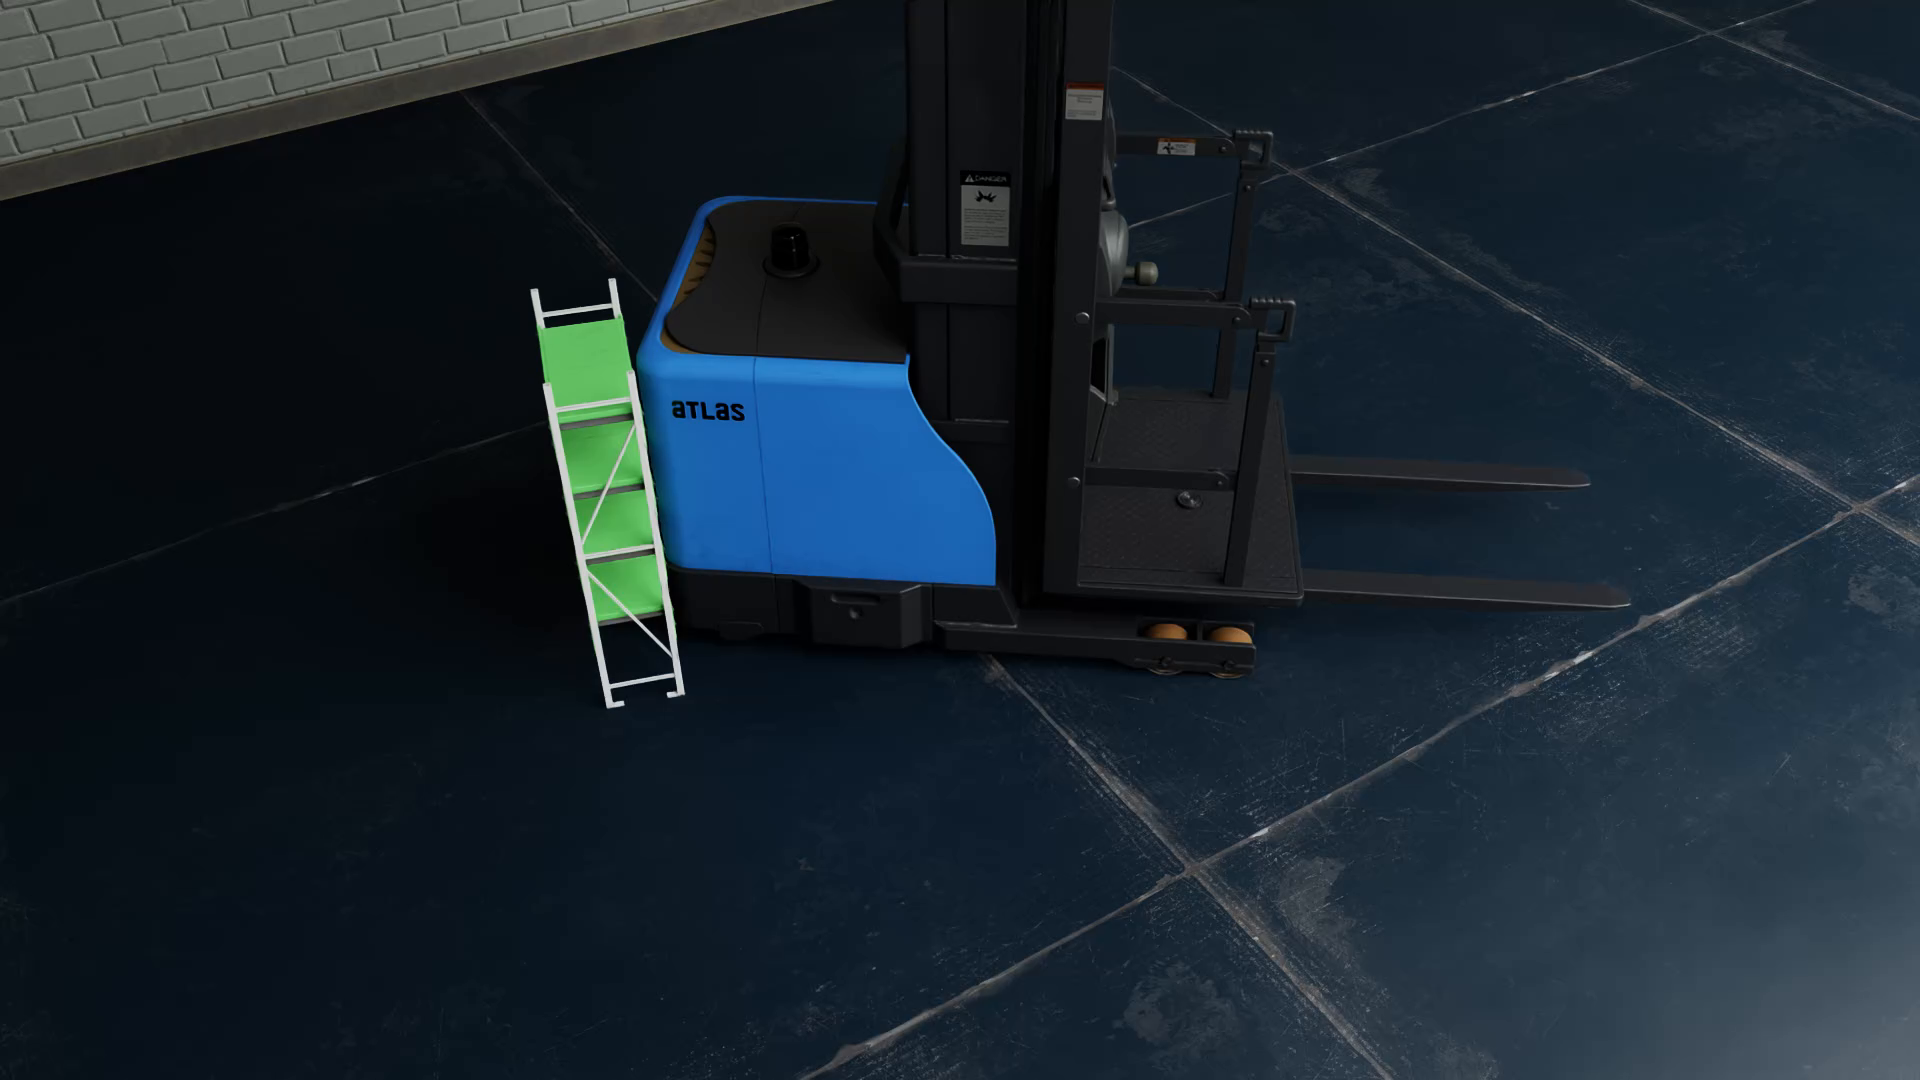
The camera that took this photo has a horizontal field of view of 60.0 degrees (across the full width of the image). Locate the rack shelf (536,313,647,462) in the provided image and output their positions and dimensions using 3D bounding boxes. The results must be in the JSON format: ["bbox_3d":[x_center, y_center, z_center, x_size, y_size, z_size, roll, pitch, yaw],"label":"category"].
[{"bbox_3d":[-1.041,-0.436,4.685,0.258,0.148,0.480,-10,41,-11],"label":"rack shelf"}]

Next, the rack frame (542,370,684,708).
[{"bbox_3d":[-0.977,0.034,4.771,0.240,1.200,0.015,-10,41,-11],"label":"rack frame"}]

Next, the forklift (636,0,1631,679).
[{"bbox_3d":[0.602,-1.047,4.717,3.031,2.935,1.130,3,40,4],"label":"forklift"}]

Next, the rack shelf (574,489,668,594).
[{"bbox_3d":[-1.039,-0.068,4.993,0.258,0.148,0.480,-10,41,-11],"label":"rack shelf"}]

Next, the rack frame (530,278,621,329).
[{"bbox_3d":[-1.102,-0.268,5.133,0.240,1.200,0.015,-10,41,-11],"label":"rack frame"}]

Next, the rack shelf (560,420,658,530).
[{"bbox_3d":[-1.040,-0.252,4.839,0.258,0.148,0.480,-10,41,-11],"label":"rack shelf"}]

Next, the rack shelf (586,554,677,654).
[{"bbox_3d":[-1.038,0.117,5.147,0.258,0.148,0.480,-10,41,-11],"label":"rack shelf"}]

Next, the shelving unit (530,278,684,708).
[{"bbox_3d":[-1.040,-0.117,4.952,0.258,1.200,0.503,-10,41,-11],"label":"shelving unit"}]
